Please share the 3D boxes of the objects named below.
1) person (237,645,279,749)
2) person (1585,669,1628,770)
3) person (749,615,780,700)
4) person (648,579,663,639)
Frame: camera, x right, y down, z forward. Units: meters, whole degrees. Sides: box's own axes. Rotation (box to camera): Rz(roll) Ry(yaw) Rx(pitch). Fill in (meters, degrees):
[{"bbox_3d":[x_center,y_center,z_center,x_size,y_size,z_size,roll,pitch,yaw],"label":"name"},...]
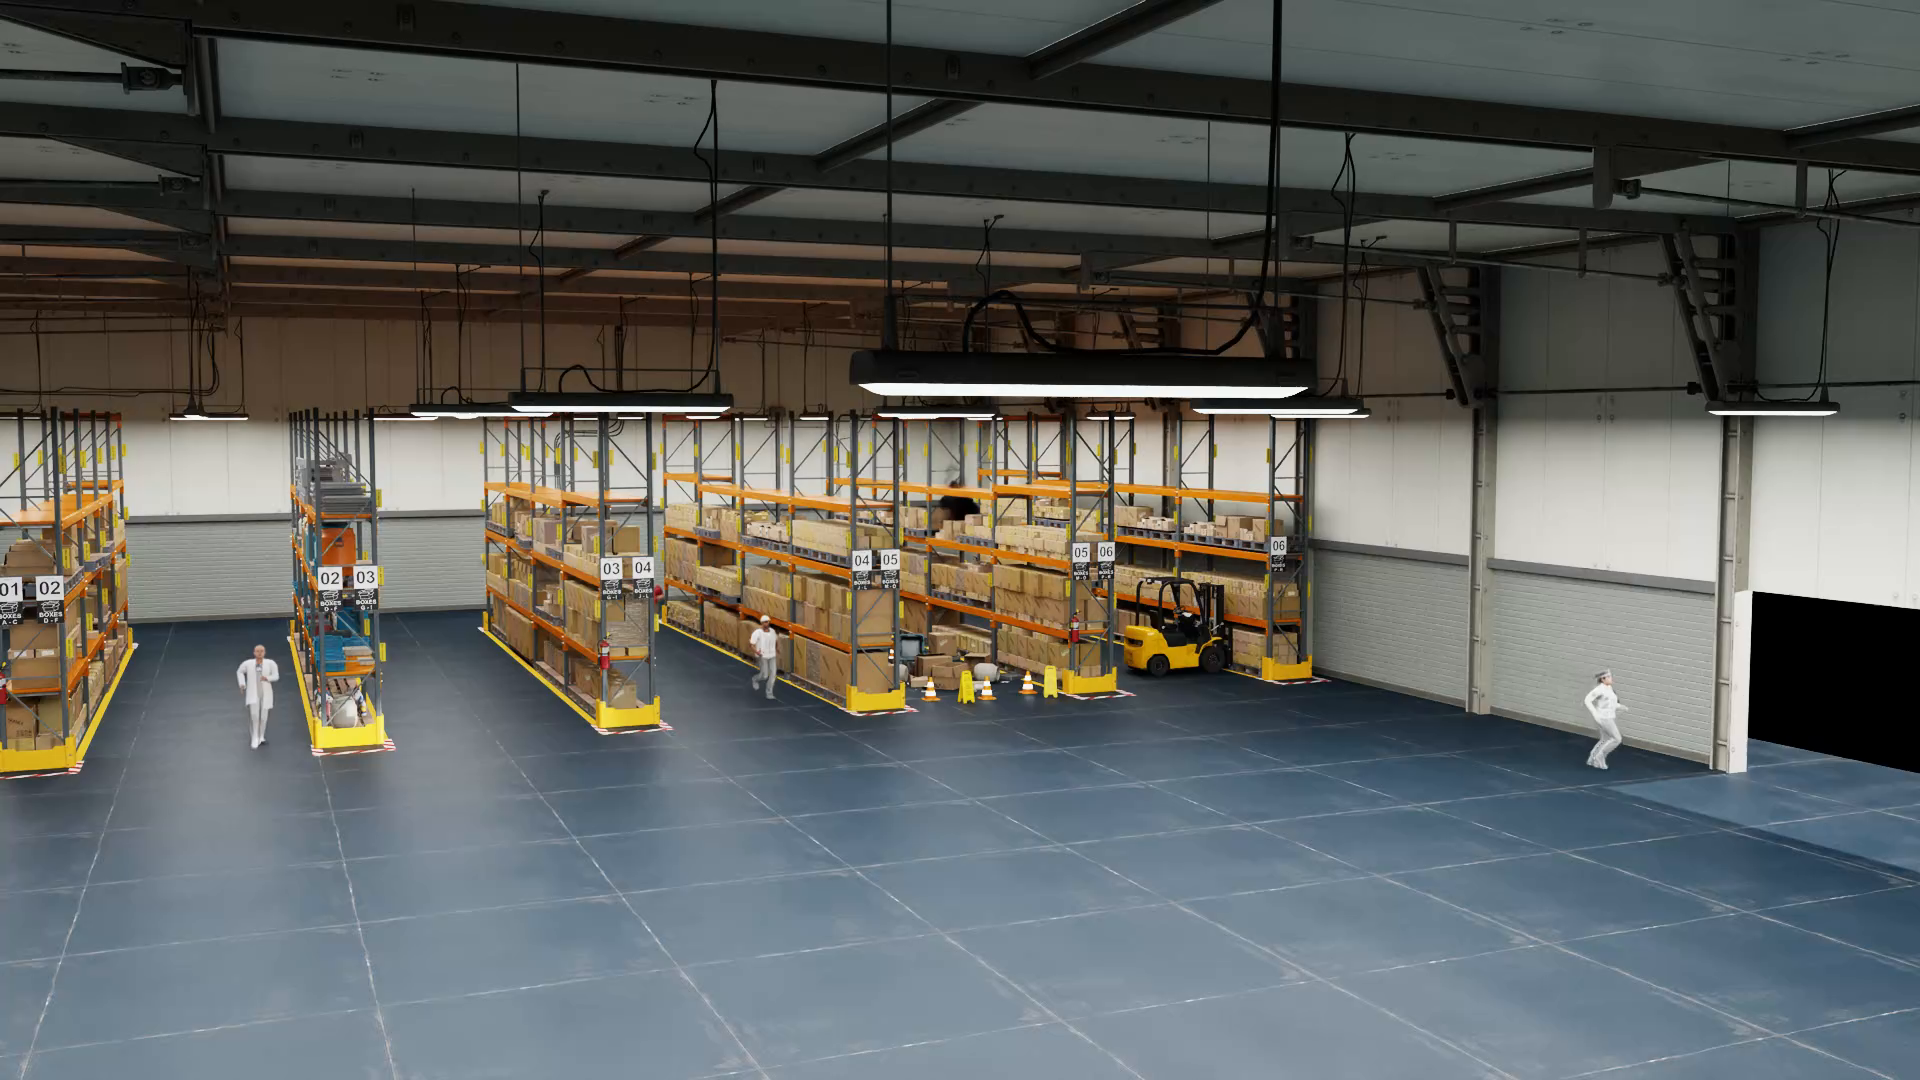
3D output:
[{"bbox_3d":[-12.436,2.779,29.535,0.650,1.809,0.684,-2,5,-29],"label":"person"},{"bbox_3d":[10.673,2.954,27.422,0.644,1.670,0.593,3,5,39],"label":"person"},{"bbox_3d":[-4.038,2.435,34.630,0.700,1.739,0.801,-3,5,-35],"label":"person"},{"bbox_3d":[-8.083,1.826,43.522,0.633,1.798,0.776,-2,4,-21],"label":"person"}]
